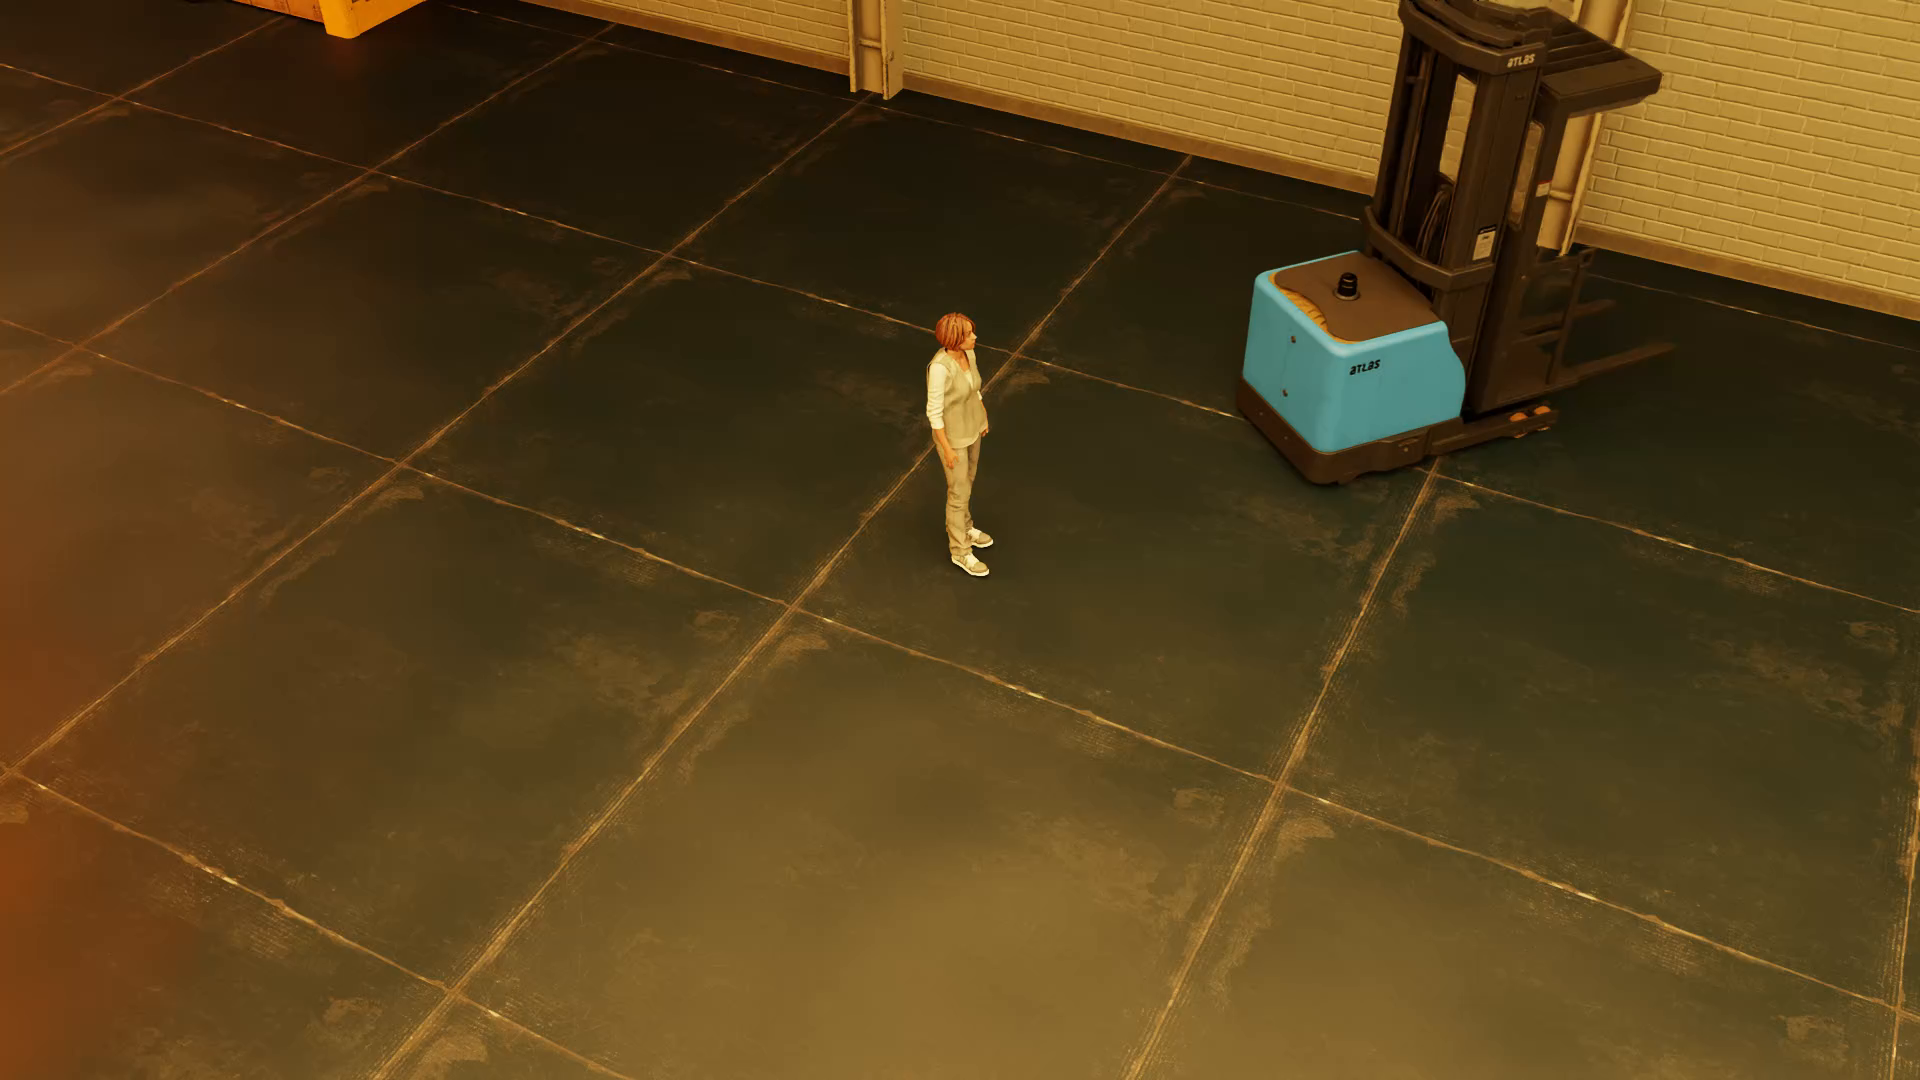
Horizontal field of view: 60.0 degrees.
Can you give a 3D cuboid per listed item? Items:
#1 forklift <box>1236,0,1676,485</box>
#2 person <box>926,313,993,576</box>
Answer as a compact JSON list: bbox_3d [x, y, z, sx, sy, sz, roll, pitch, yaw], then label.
[{"bbox_3d":[3.432,-2.097,10.477,3.031,2.935,1.130,-16,43,-18],"label":"forklift"},{"bbox_3d":[0.059,-0.586,9.707,0.475,1.596,0.521,18,43,21],"label":"person"}]
